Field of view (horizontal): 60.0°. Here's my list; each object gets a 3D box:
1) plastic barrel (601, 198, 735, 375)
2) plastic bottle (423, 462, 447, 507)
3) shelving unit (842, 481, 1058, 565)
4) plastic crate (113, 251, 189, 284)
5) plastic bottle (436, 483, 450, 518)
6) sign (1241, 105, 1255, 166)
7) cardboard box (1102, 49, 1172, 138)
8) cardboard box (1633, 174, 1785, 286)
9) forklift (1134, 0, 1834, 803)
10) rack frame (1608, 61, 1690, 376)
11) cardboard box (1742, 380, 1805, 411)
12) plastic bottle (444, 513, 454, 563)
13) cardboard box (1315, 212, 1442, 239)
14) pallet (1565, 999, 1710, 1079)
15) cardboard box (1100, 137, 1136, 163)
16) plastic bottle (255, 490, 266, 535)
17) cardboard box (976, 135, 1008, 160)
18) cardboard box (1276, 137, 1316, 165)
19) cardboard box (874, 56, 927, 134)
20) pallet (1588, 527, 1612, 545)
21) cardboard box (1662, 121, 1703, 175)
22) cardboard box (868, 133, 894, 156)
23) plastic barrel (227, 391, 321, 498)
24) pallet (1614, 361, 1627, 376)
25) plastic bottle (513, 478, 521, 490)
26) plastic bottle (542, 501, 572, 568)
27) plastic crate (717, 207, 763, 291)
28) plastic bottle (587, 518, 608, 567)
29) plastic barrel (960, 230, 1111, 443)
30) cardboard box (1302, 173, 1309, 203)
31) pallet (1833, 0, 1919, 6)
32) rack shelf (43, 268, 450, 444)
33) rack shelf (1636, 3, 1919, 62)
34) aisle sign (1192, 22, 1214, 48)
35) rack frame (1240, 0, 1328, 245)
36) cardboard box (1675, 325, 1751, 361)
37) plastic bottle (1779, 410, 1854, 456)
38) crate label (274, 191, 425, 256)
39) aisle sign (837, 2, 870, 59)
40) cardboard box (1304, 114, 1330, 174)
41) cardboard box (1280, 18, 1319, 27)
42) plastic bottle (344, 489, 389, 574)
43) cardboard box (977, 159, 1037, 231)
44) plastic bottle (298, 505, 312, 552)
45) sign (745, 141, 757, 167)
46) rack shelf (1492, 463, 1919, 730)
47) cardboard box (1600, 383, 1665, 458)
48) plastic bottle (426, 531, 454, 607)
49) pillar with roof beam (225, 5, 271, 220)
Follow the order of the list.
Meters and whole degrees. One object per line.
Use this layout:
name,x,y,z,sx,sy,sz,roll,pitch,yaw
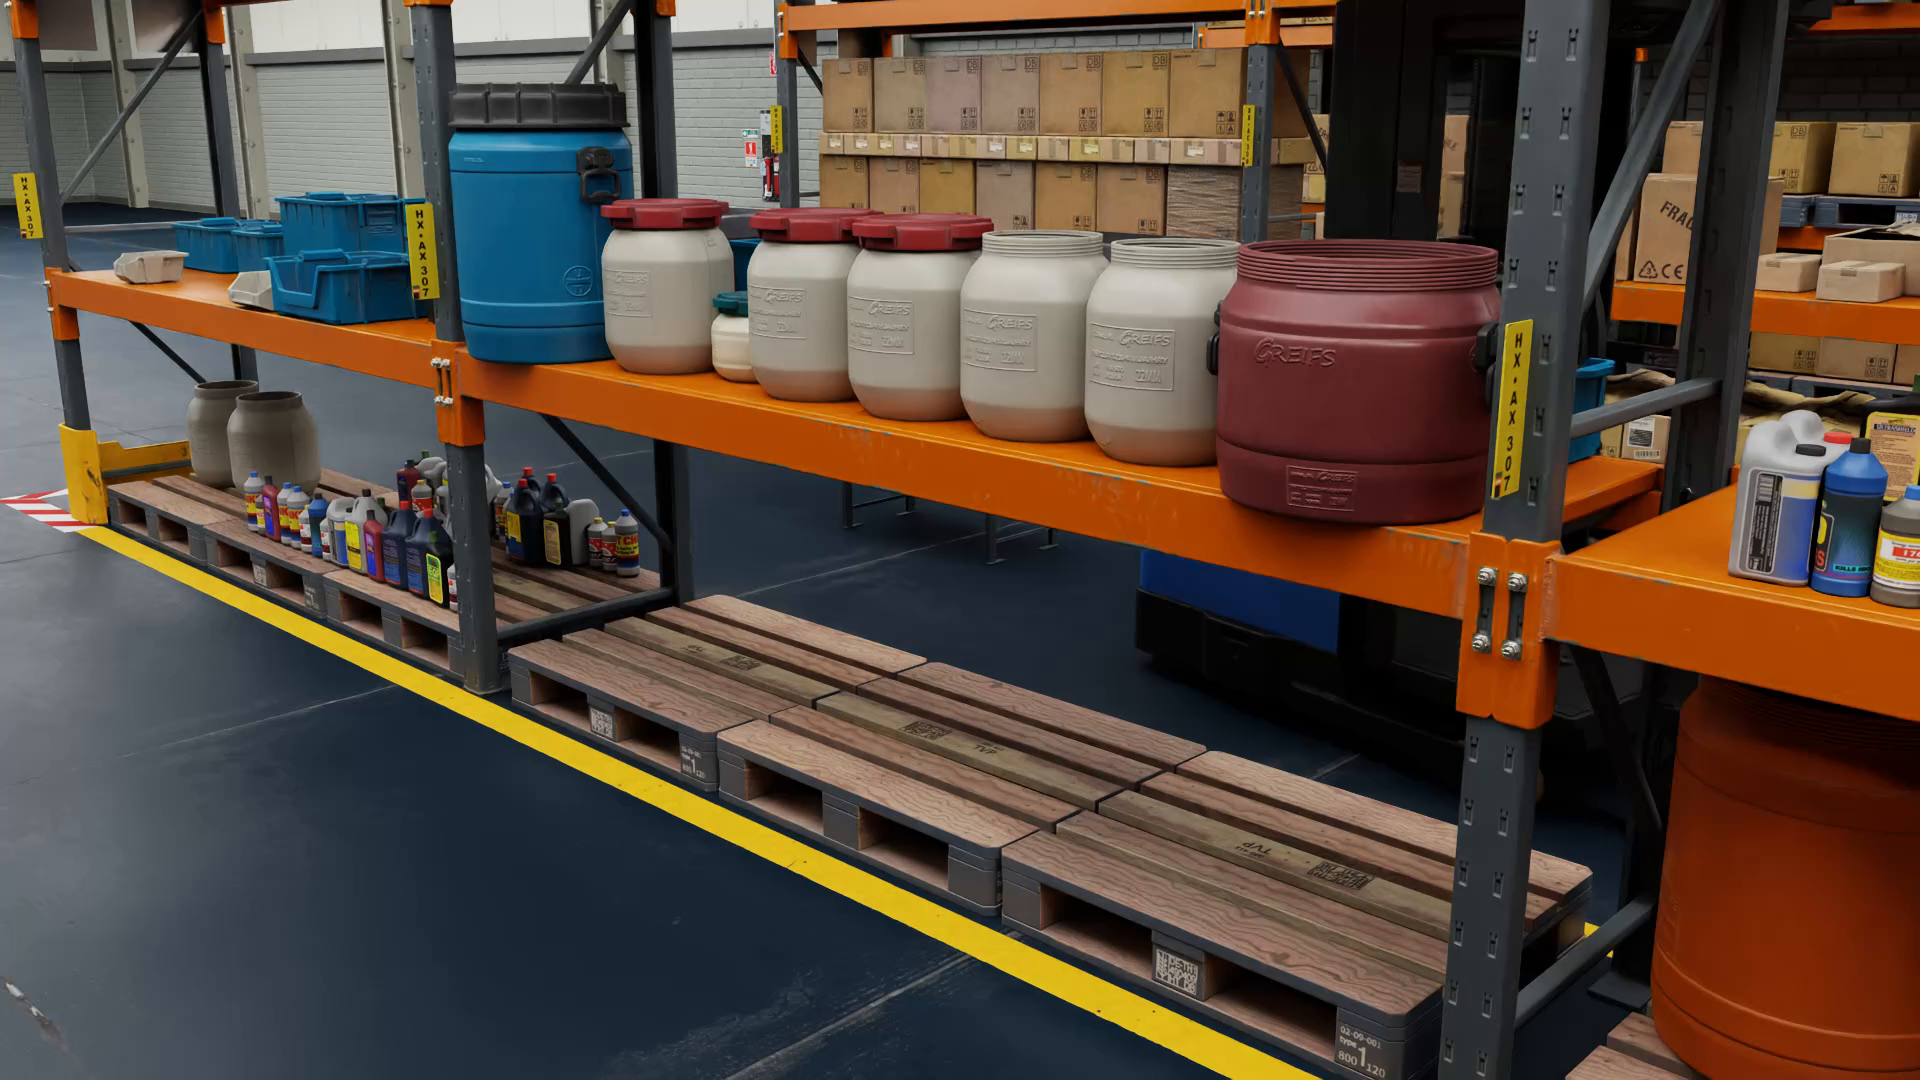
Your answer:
plastic barrel,-0.940,-0.823,5.373,0.433,0.535,0.433,0,15,0
plastic bottle,-2.467,-0.245,7.951,0.135,0.276,0.152,13,19,41
shelving unit,-0.061,-0.741,8.300,1.048,1.500,0.538,14,20,42
plastic crate,-3.935,-1.322,8.081,0.250,0.136,0.298,14,20,42
plastic bottle,-2.296,-0.152,7.597,0.135,0.276,0.152,14,20,42
sign,1.581,-2.219,9.127,0.005,0.325,0.100,14,20,42
cardboard box,1.276,-2.704,10.090,0.500,0.500,0.700,14,20,42
cardboard box,3.625,-1.502,8.050,0.500,0.500,0.500,12,19,39
forklift,1.972,-0.713,5.356,1.130,2.935,3.031,-11,18,-35
rack frame,5.400,-2.763,13.087,0.127,3.000,1.000,14,20,42
cardboard box,3.921,-0.632,8.418,0.500,0.311,0.500,13,19,41
plastic bottle,-2.040,0.018,6.797,0.185,0.351,0.144,14,20,42
cardboard box,2.349,-1.712,9.353,0.500,0.250,0.500,-13,19,-41
pallet,2.000,1.215,3.350,1.213,0.211,1.003,14,20,42
cardboard box,1.064,-2.369,10.090,0.250,0.149,0.380,14,20,42
plastic bottle,-3.192,-0.132,7.666,0.097,0.201,0.097,0,15,0
cardboard box,0.324,-2.549,10.780,0.250,0.149,0.380,14,20,43
cardboard box,1.906,-2.308,9.855,0.250,0.149,0.380,14,20,42
cardboard box,-0.167,-3.055,11.437,0.500,0.500,0.700,13,19,41
pallet,3.405,-0.179,8.698,1.213,0.211,1.003,14,20,42
cardboard box,5.743,-2.929,12.654,0.500,0.500,0.700,14,20,42
cardboard box,-0.411,-2.728,11.469,0.250,0.149,0.380,14,20,42
plastic barrel,-3.468,-0.475,8.408,0.421,0.512,0.421,0,15,0
pallet,4.892,-1.525,13.865,1.213,0.211,1.003,14,20,42
plastic bottle,-1.995,-0.149,7.571,0.061,0.283,0.133,-13,20,-42
plastic bottle,-1.727,-0.031,7.116,0.133,0.283,0.061,14,20,42
plastic crate,-0.915,-0.967,6.066,0.583,0.464,0.402,14,20,42
plastic bottle,-1.548,0.005,7.139,0.097,0.201,0.097,0,15,0
plastic barrel,0.211,-0.534,4.310,0.421,0.512,0.421,0,15,0
cardboard box,3.035,-3.169,14.903,0.500,0.250,0.500,13,19,41
pallet,6.520,-3.815,11.549,1.003,0.211,1.213,14,20,42
rack shelf,-2.916,-0.967,7.620,4.000,0.370,1.077,14,20,42
rack shelf,6.840,-3.516,11.457,4.000,0.370,1.077,14,20,42
aisle sign,2.261,-4.679,15.286,0.004,0.787,0.394,14,20,42
rack frame,1.965,-1.863,9.634,0.127,3.000,1.000,14,20,42
cardboard box,5.942,-1.641,12.864,0.700,0.500,0.500,-14,20,-42
plastic bottle,1.596,-0.098,3.105,0.135,0.276,0.152,14,20,42
crate label,-2.843,-1.409,7.820,0.616,0.435,0.502,14,20,42
aisle sign,-0.758,-3.886,12.242,0.004,0.787,0.394,14,20,42
cardboard box,3.005,-3.537,14.827,0.500,0.500,0.500,14,20,42
cardboard box,2.950,-4.768,14.596,0.500,0.500,0.500,-13,19,-41
plastic bottle,-2.510,-0.046,7.042,0.185,0.351,0.144,14,20,42
cardboard box,0.529,-2.257,10.948,0.700,0.500,0.500,-14,20,-43
plastic bottle,-2.877,-0.055,7.371,0.097,0.201,0.097,0,15,0
sign,-2.773,-5.120,22.062,0.234,0.329,0.001,14,20,42
rack shelf,2.843,0.433,2.247,4.000,0.370,1.077,14,20,42
cardboard box,3.197,-0.621,8.374,0.500,0.311,0.500,-14,20,-43
plastic bottle,-2.051,0.112,6.566,0.061,0.283,0.133,-13,20,-41
pillar with roof beam,-16.640,-9.820,28.271,0.400,9.000,9.100,14,20,42
